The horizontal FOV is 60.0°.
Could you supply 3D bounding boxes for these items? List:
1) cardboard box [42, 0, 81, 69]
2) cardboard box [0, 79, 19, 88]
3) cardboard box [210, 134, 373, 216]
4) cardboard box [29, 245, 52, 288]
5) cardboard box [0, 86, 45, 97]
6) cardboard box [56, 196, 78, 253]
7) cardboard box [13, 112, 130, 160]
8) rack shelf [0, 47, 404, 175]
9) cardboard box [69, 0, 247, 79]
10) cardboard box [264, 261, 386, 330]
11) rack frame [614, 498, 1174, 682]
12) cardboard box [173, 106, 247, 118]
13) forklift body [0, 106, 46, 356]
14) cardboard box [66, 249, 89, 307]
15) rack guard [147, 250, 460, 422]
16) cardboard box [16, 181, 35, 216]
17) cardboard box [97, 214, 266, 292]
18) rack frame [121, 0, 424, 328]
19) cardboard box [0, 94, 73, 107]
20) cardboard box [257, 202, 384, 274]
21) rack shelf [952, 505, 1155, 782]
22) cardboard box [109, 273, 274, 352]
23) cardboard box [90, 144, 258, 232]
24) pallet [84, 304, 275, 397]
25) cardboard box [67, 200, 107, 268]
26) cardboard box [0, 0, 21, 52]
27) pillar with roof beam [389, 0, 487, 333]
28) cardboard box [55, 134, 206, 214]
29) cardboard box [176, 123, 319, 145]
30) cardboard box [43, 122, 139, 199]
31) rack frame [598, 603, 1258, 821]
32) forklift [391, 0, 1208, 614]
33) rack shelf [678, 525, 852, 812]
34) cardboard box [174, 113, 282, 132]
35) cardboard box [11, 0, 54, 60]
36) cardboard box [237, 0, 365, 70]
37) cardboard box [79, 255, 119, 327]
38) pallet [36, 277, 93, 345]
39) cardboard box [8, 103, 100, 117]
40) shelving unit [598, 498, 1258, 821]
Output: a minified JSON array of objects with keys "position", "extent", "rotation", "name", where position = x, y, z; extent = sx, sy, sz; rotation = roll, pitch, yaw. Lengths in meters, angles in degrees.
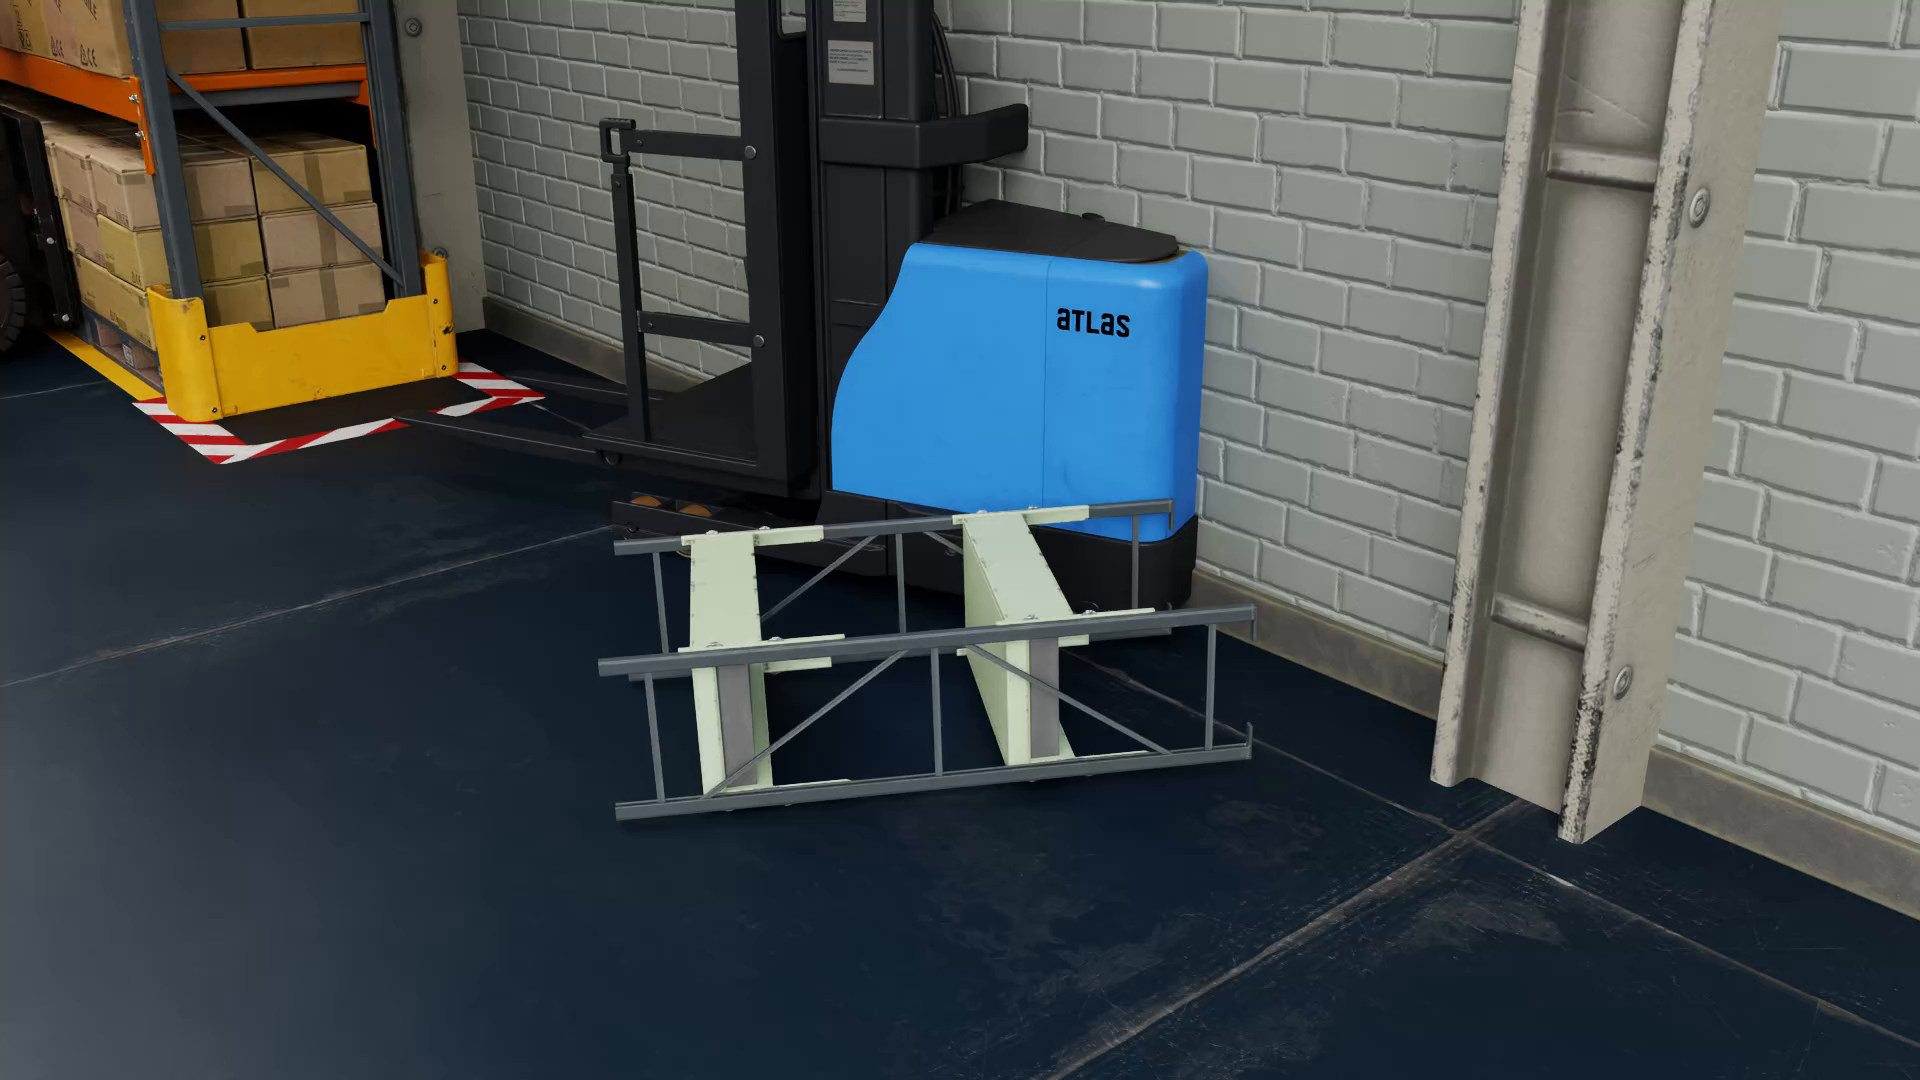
[{"position":[-3.620,-2.319,7.154],"extent":[0.500,0.500,0.500],"rotation":[-16,27,-36],"name":"cardboard box"},{"position":[-6.229,-2.606,10.705],"extent":[0.875,0.625,0.625],"rotation":[-18,28,-38],"name":"cardboard box"},{"position":[-2.939,-1.612,7.310],"extent":[0.500,0.250,0.500],"rotation":[-18,28,-38],"name":"cardboard box"},{"position":[-4.308,-1.441,8.245],"extent":[0.500,0.250,0.500],"rotation":[-16,27,-36],"name":"cardboard box"},{"position":[-5.302,-2.331,9.145],"extent":[0.500,0.250,0.500],"rotation":[-18,28,-38],"name":"cardboard box"},{"position":[-3.995,-1.540,7.812],"extent":[0.500,0.250,0.500],"rotation":[-18,28,-39],"name":"cardboard box"},{"position":[-4.305,-1.906,8.060],"extent":[0.500,0.250,0.500],"rotation":[-18,28,-38],"name":"cardboard box"},{"position":[-4.074,-2.271,8.155],"extent":[1.077,0.370,4.000],"rotation":[-17,27,-37],"name":"rack shelf"},{"position":[-3.289,-2.173,6.783],"extent":[0.500,0.500,0.500],"rotation":[-18,28,-39],"name":"cardboard box"},{"position":[-2.941,-1.151,7.503],"extent":[0.500,0.250,0.500],"rotation":[-17,27,-37],"name":"cardboard box"},{"position":[-0.156,0.133,4.507],"extent":[1.500,0.400,0.023],"rotation":[-4,21,-7],"name":"rack frame"},{"position":[-3.915,-2.033,8.385],"extent":[0.500,0.250,0.500],"rotation":[-18,28,-38],"name":"cardboard box"},{"position":[-5.388,-1.748,6.997],"extent":[2.313,2.155,1.214],"rotation":[-17,27,-37],"name":"forklift body"},{"position":[-3.952,-1.303,7.892],"extent":[0.500,0.250,0.500],"rotation":[-17,27,-37],"name":"cardboard box"},{"position":[-2.753,-0.883,7.052],"extent":[1.175,0.500,0.348],"rotation":[-17,27,-37],"name":"rack guard"},{"position":[-4.319,-1.679,8.167],"extent":[0.500,0.250,0.500],"rotation":[-18,27,-38],"name":"cardboard box"},{"position":[-3.323,-1.261,7.100],"extent":[0.500,0.250,0.500],"rotation":[-18,28,-38],"name":"cardboard box"},{"position":[-2.769,-2.053,6.613],"extent":[1.000,3.000,0.127],"rotation":[-17,27,-37],"name":"rack frame"},{"position":[-4.975,-2.187,8.779],"extent":[0.500,0.250,0.500],"rotation":[-17,27,-37],"name":"cardboard box"},{"position":[-2.918,-1.381,7.405],"extent":[0.500,0.250,0.500],"rotation":[-17,27,-36],"name":"cardboard box"},{"position":[0.220,0.238,4.210],"extent":[0.370,0.431,0.720],"rotation":[-4,21,-7],"name":"rack shelf"},{"position":[-3.315,-1.023,7.178],"extent":[0.500,0.250,0.500],"rotation":[-17,27,-37],"name":"cardboard box"},{"position":[-3.305,-1.487,6.991],"extent":[0.500,0.250,0.500],"rotation":[-16,27,-36],"name":"cardboard box"},{"position":[-3.300,-0.956,7.636],"extent":[1.003,0.211,1.213],"rotation":[-17,27,-37],"name":"pallet"},{"position":[-3.642,-1.402,7.461],"extent":[0.500,0.250,0.500],"rotation":[-18,28,-38],"name":"cardboard box"},{"position":[-4.292,-2.597,7.863],"extent":[0.500,0.500,0.500],"rotation":[-17,27,-37],"name":"cardboard box"},{"position":[-5.802,-4.229,3.942],"extent":[9.100,9.000,0.400],"rotation":[-17,27,-37],"name":"pillar with roof beam"},{"position":[-3.643,-1.627,7.348],"extent":[0.500,0.250,0.500],"rotation":[-17,27,-36],"name":"cardboard box"},{"position":[-3.268,-1.749,7.660],"extent":[0.500,0.250,0.500],"rotation":[-17,27,-37],"name":"cardboard box"},{"position":[-3.980,-1.764,7.698],"extent":[0.500,0.250,0.500],"rotation":[-17,27,-37],"name":"cardboard box"},{"position":[-0.050,0.394,3.831],"extent":[1.500,0.400,0.023],"rotation":[-4,21,-7],"name":"rack frame"},{"position":[-0.561,-1.467,5.212],"extent":[3.031,2.935,1.130],"rotation":[10,24,25],"name":"forklift"},{"position":[-0.489,0.294,4.120],"extent":[0.370,0.431,0.720],"rotation":[-4,21,-7],"name":"rack shelf"},{"position":[-3.586,-1.890,8.019],"extent":[0.500,0.250,0.500],"rotation":[-18,27,-38],"name":"cardboard box"},{"position":[-3.955,-2.460,7.515],"extent":[0.500,0.500,0.500],"rotation":[-18,28,-38],"name":"cardboard box"},{"position":[-2.882,-2.303,7.113],"extent":[0.500,0.500,0.500],"rotation":[-16,27,-36],"name":"cardboard box"},{"position":[-3.632,-1.163,7.534],"extent":[0.500,0.250,0.500],"rotation":[-17,27,-37],"name":"cardboard box"},{"position":[-4.092,-1.293,8.496],"extent":[1.003,0.211,1.213],"rotation":[-17,27,-37],"name":"pallet"},{"position":[-4.642,-2.052,8.435],"extent":[0.500,0.250,0.500],"rotation":[-16,27,-36],"name":"cardboard box"},{"position":[-0.103,0.264,4.169],"extent":[1.500,0.431,0.755],"rotation":[-4,21,-7],"name":"shelving unit"}]
